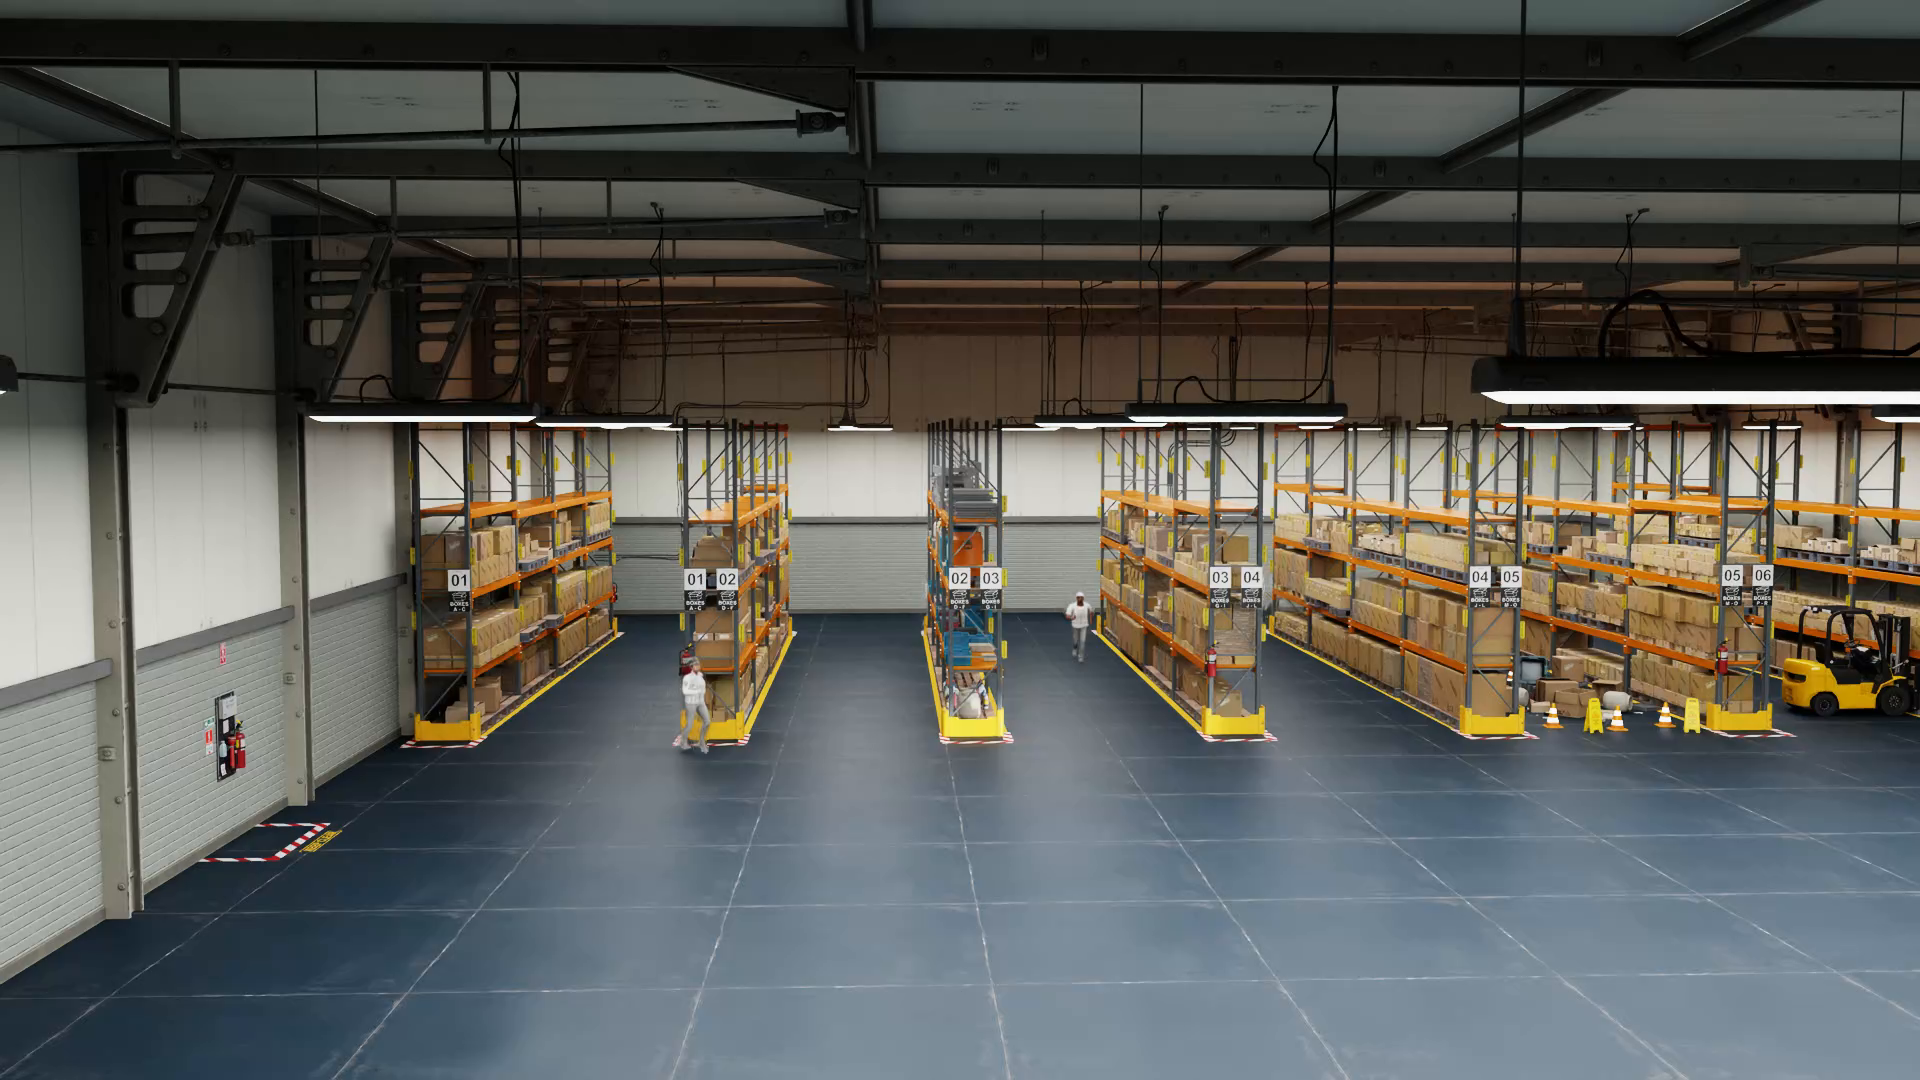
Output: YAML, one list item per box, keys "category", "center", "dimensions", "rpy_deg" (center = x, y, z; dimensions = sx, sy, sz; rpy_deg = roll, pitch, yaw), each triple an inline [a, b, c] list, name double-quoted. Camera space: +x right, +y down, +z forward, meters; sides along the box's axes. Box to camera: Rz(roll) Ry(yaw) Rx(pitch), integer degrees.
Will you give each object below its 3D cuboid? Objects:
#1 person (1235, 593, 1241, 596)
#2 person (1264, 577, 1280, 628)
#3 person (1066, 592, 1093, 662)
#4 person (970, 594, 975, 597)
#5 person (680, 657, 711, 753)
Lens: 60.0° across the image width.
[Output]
- category: "person"
  center: [7.871, 1.788, 47.585]
  dimensions: [0.769, 1.742, 1.050]
  rpy_deg: [1, 4, 22]
- category: "person"
  center: [9.253, 1.815, 48.843]
  dimensions: [0.585, 1.556, 0.509]
  rpy_deg: [-2, 4, -34]
- category: "person"
  center: [3.002, 2.171, 41.763]
  dimensions: [0.715, 1.741, 0.822]
  rpy_deg: [0, 4, -4]
- category: "person"
  center: [0.324, 1.738, 49.343]
  dimensions: [0.726, 1.753, 0.578]
  rpy_deg: [0, 4, 7]
- category: "person"
  center: [-4.747, 2.975, 29.847]
  dimensions: [0.662, 1.759, 0.605]
  rpy_deg: [3, 5, 40]
